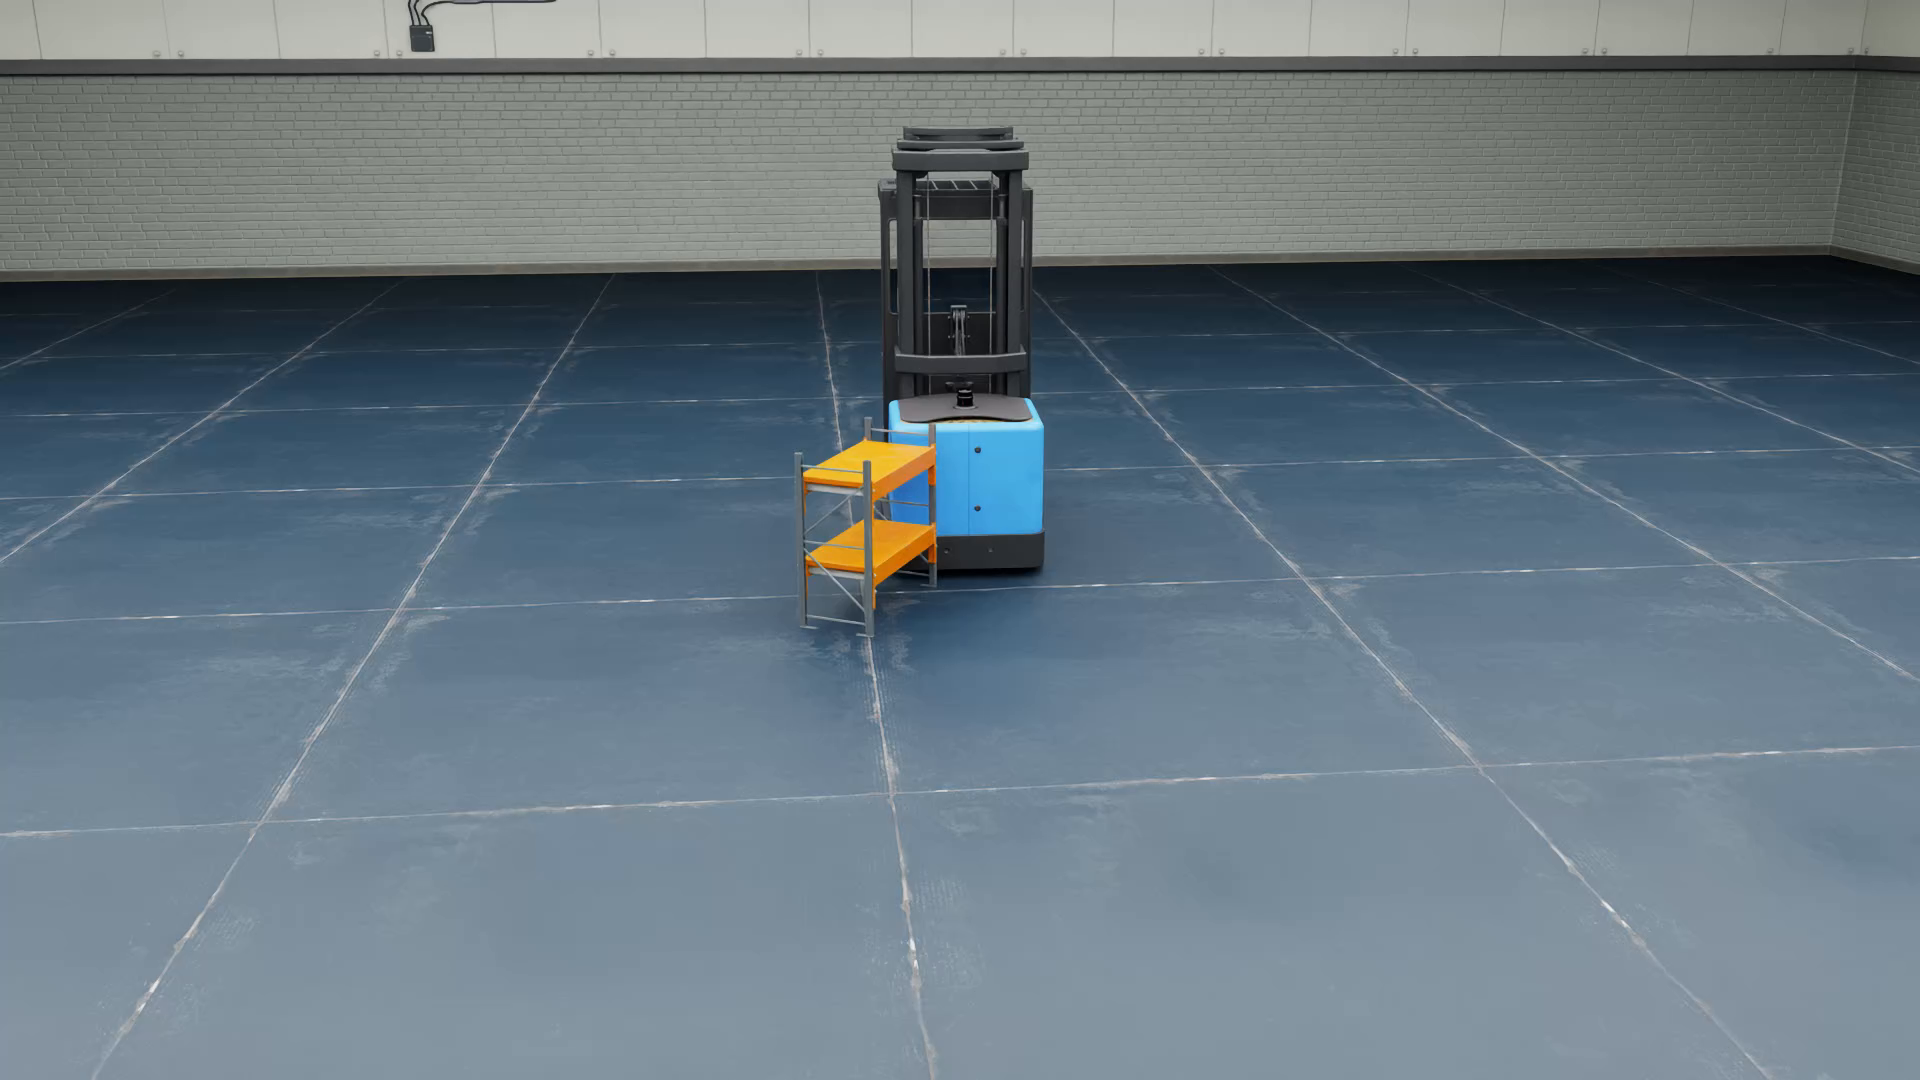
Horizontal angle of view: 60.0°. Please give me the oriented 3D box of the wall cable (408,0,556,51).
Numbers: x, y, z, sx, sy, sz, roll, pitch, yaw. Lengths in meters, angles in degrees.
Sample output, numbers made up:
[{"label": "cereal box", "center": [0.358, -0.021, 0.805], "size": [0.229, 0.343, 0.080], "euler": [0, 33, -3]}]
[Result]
[{"label": "wall cable", "center": [-6.664, -9.870, 22.913], "size": [2.305, 6.003, 0.169], "euler": [-2, 18, -6]}]

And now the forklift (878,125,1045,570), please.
[{"label": "forklift", "center": [-0.043, -1.585, 12.332], "size": [1.130, 2.935, 3.031], "euler": [-1, 17, -4]}]

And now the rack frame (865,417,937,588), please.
[{"label": "rack frame", "center": [-0.393, -0.247, 11.087], "size": [0.500, 1.125, 0.032], "euler": [7, 19, 21]}]

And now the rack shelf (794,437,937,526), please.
[{"label": "rack shelf", "center": [-0.581, -0.385, 10.548], "size": [0.538, 0.278, 1.000], "euler": [7, 19, 21]}]

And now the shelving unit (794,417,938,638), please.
[{"label": "shelving unit", "center": [-0.581, -0.106, 10.636], "size": [0.538, 1.125, 1.048], "euler": [7, 19, 21]}]

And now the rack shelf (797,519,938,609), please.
[{"label": "rack shelf", "center": [-0.581, 0.128, 10.709], "size": [0.538, 0.278, 1.000], "euler": [7, 19, 21]}]

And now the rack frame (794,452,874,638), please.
[{"label": "rack frame", "center": [-0.769, 0.036, 10.185], "size": [0.500, 1.125, 0.032], "euler": [7, 19, 21]}]
